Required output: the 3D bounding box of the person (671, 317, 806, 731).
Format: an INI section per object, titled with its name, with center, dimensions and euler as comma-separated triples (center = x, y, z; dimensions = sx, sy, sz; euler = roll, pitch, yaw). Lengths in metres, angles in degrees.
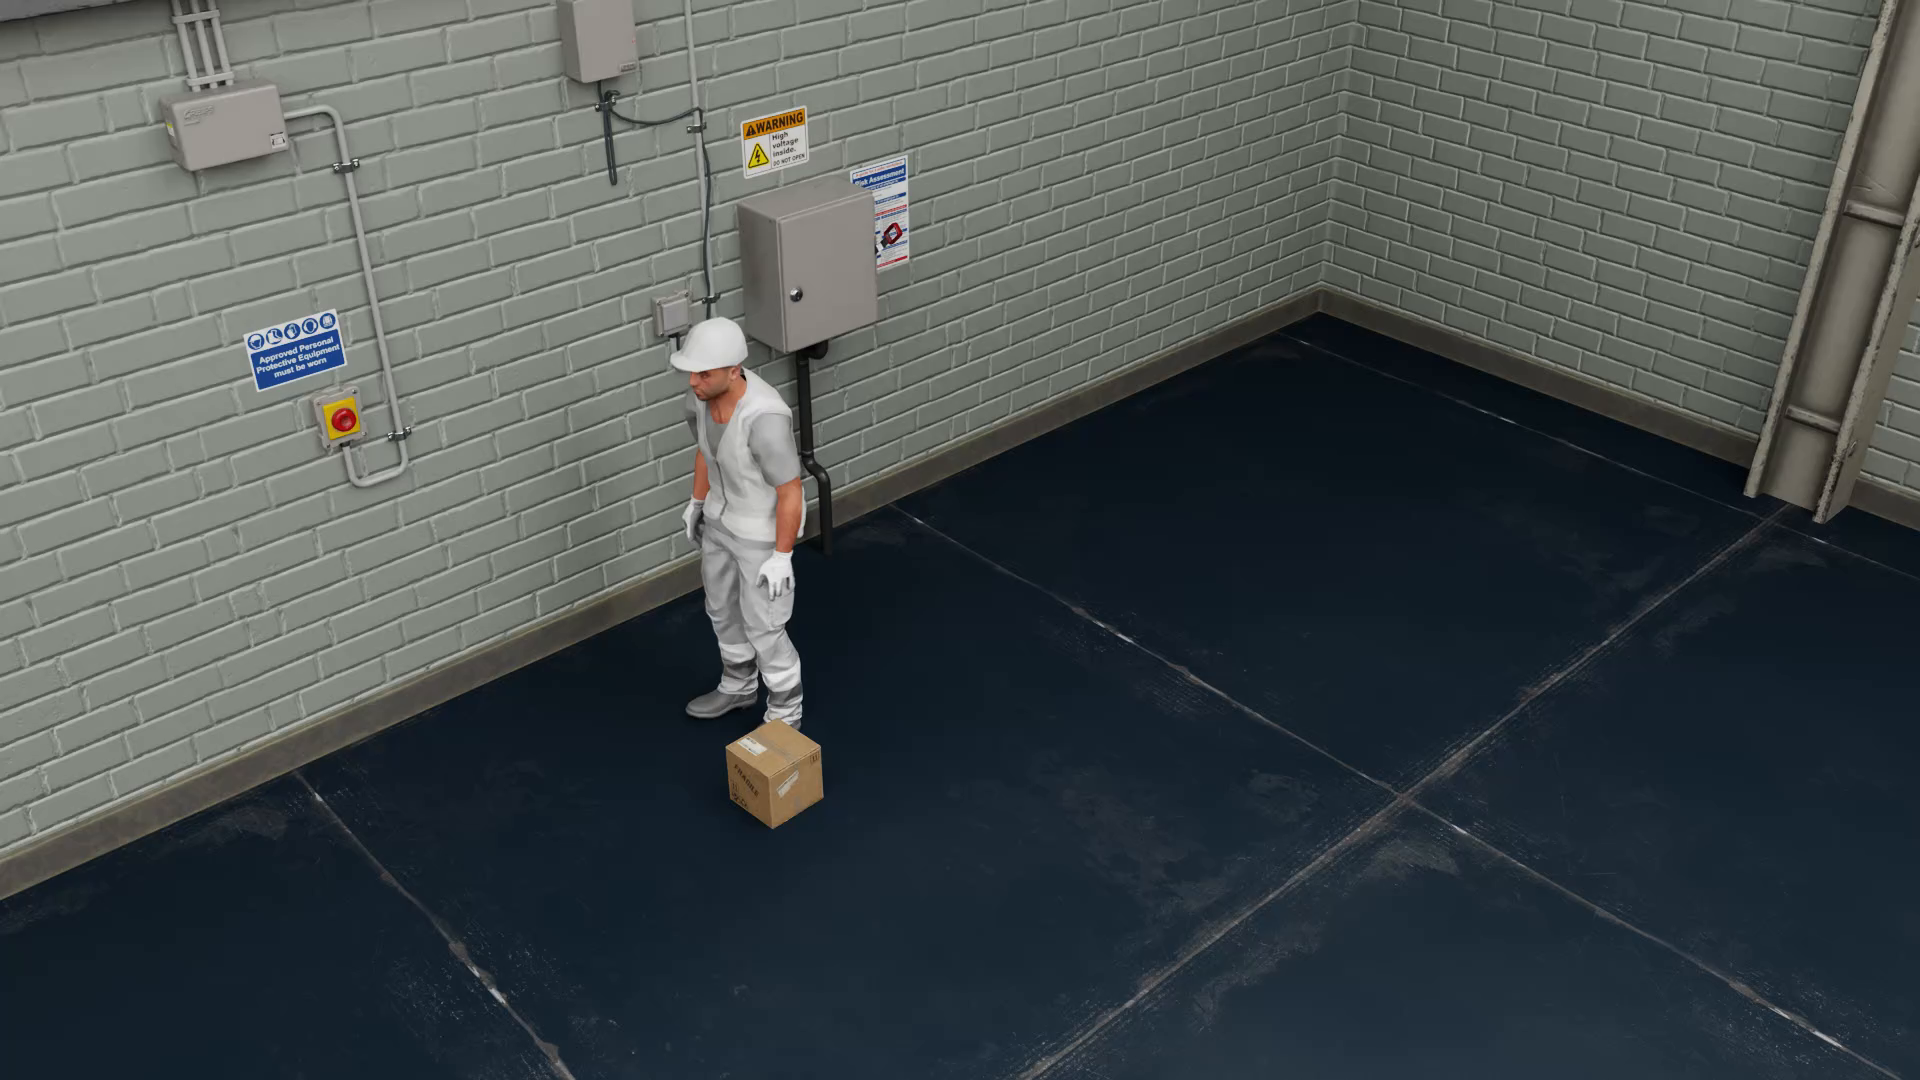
[person]
center = -0.811, -0.018, 6.149
dimensions = 0.452, 1.779, 0.607
euler = -26, 40, -36
